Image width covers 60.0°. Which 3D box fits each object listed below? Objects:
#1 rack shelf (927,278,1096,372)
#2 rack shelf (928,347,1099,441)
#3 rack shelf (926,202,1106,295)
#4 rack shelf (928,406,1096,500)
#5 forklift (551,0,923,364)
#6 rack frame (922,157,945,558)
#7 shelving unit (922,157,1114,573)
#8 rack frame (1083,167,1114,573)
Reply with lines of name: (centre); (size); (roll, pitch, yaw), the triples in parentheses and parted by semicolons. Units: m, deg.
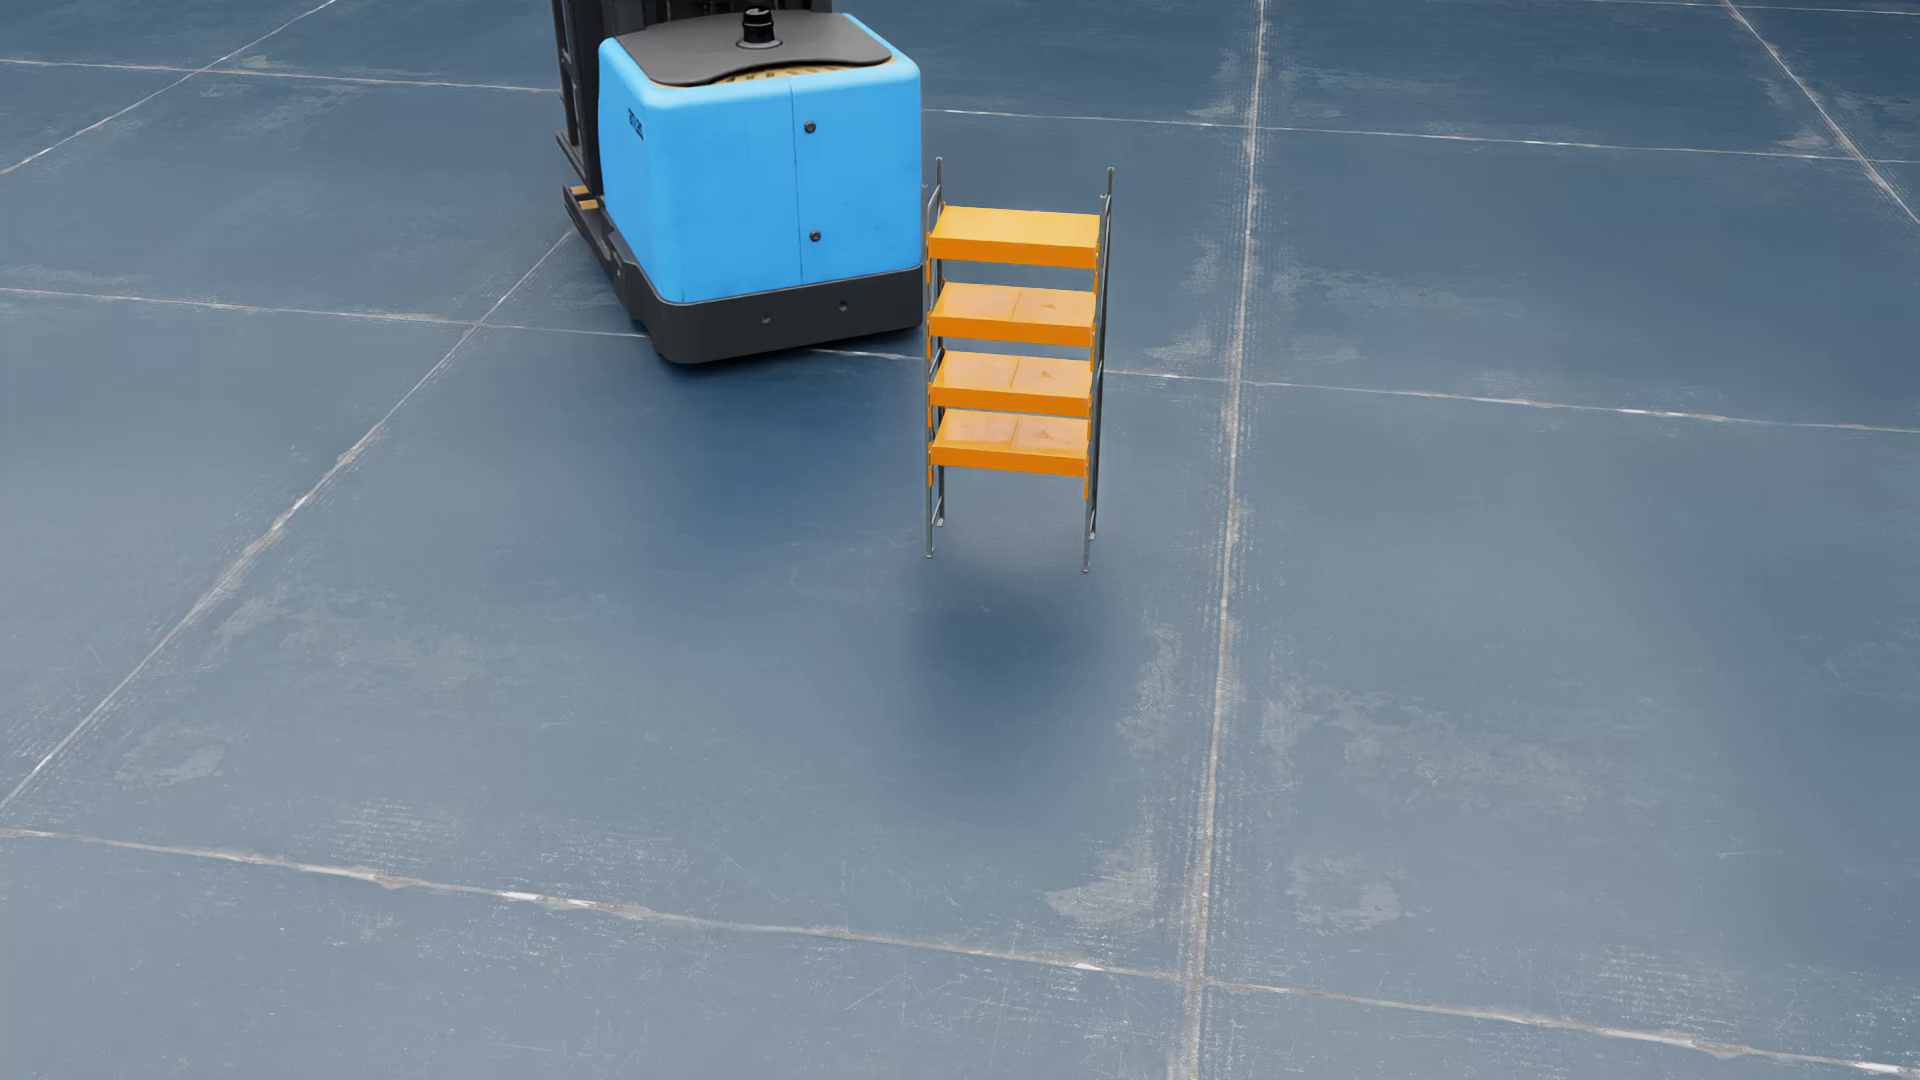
rack shelf: (0.163, -0.626, 4.825); (0.480, 0.148, 0.258); (5, 32, 8)
rack shelf: (0.163, -0.437, 4.944); (0.480, 0.148, 0.258); (5, 32, 8)
rack shelf: (0.163, -0.827, 4.700); (0.480, 0.148, 0.258); (5, 32, 8)
rack shelf: (0.163, -0.268, 5.049); (0.480, 0.148, 0.258); (5, 32, 8)
forklift: (-1.152, -2.663, 6.741); (1.130, 2.935, 3.031); (-12, 34, -19)
rack frame: (-0.077, -0.516, 4.943); (0.015, 1.200, 0.240); (5, 32, 8)
shelving unit: (0.163, -0.494, 4.908); (0.503, 1.200, 0.258); (5, 32, 8)
rack frame: (0.404, -0.472, 4.873); (0.015, 1.200, 0.240); (5, 32, 8)
